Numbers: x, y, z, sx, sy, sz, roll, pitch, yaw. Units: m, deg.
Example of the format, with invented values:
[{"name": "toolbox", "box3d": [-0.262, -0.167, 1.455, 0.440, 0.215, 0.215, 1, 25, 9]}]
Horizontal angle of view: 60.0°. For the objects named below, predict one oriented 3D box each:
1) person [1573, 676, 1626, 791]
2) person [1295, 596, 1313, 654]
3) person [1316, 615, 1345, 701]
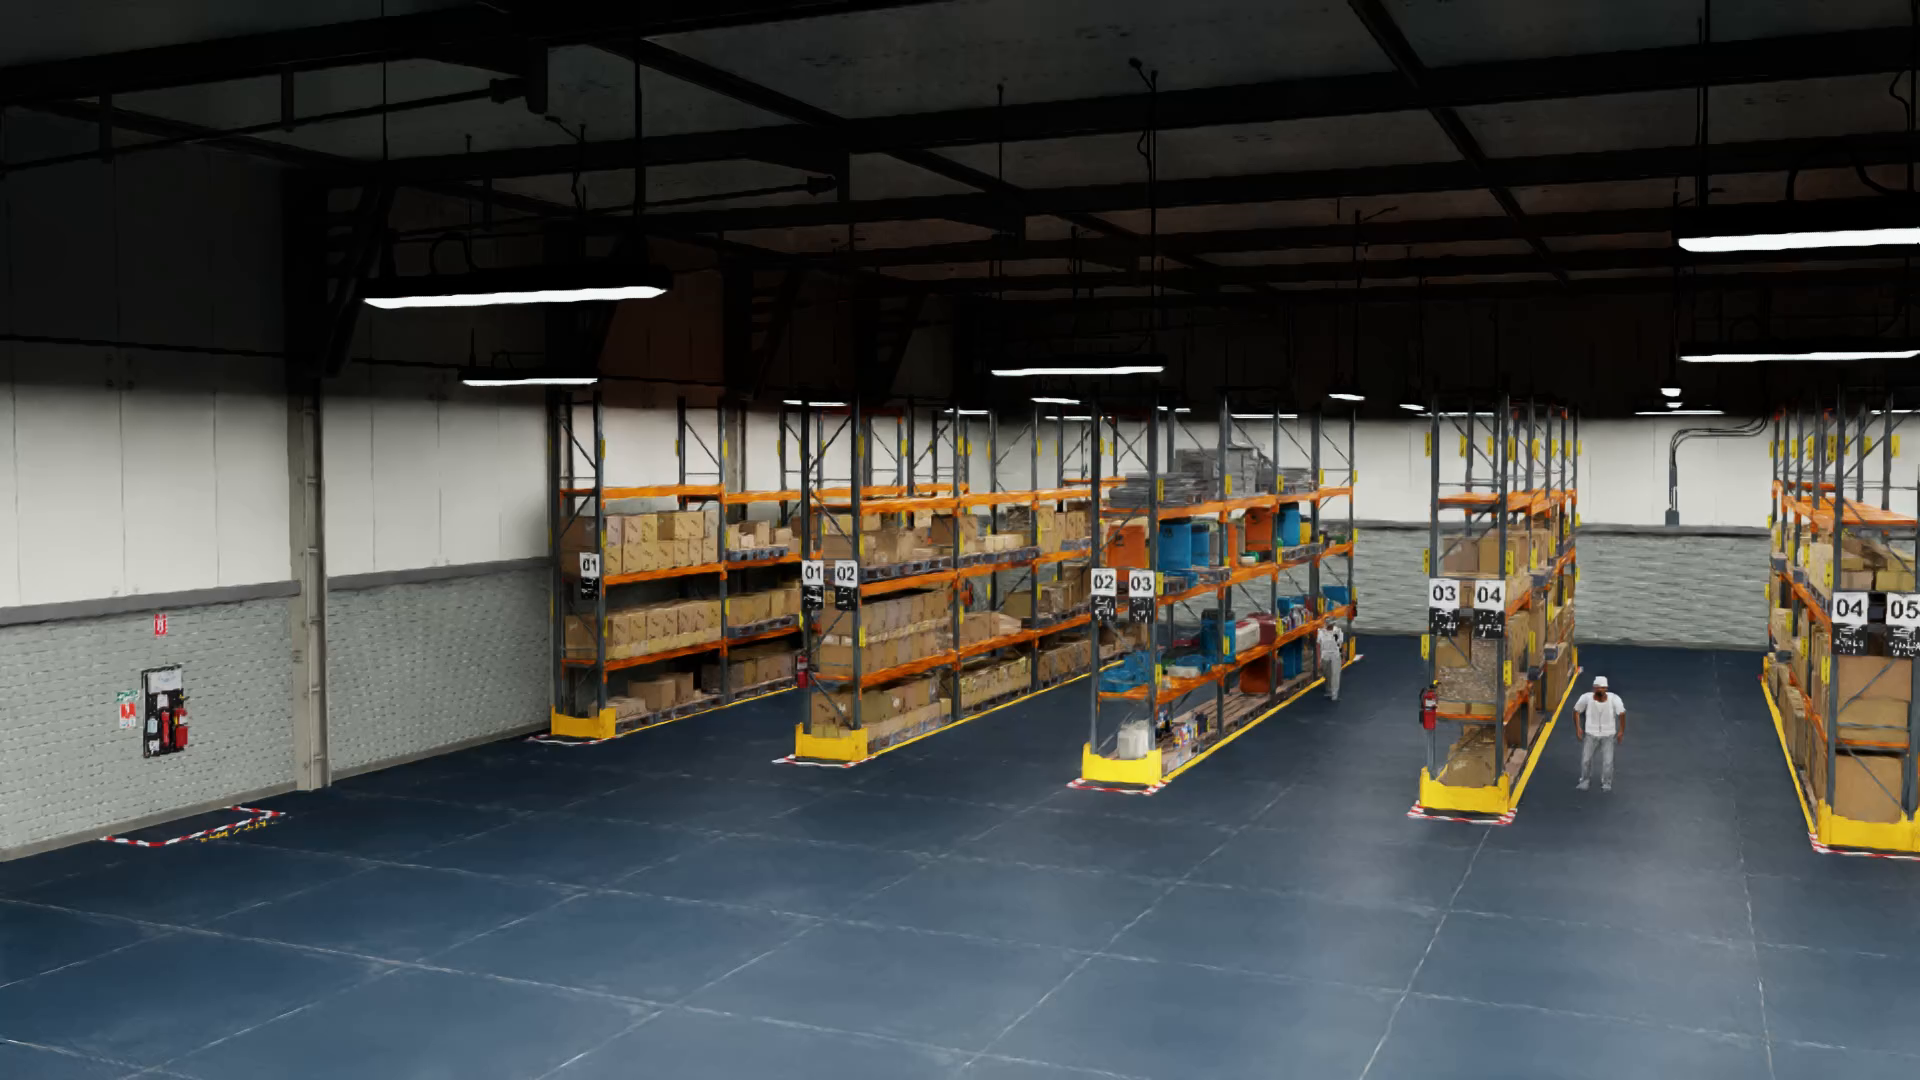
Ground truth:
[{"name": "person", "box3d": [9.300, 2.815, 24.204, 0.719, 1.714, 0.578, 1, 3, 22]}, {"name": "person", "box3d": [7.933, 2.073, 38.732, 0.873, 1.547, 0.462, -3, 4, -45]}, {"name": "person", "box3d": [7.341, 2.317, 33.028, 0.547, 1.672, 1.115, 1, 3, 22]}]
